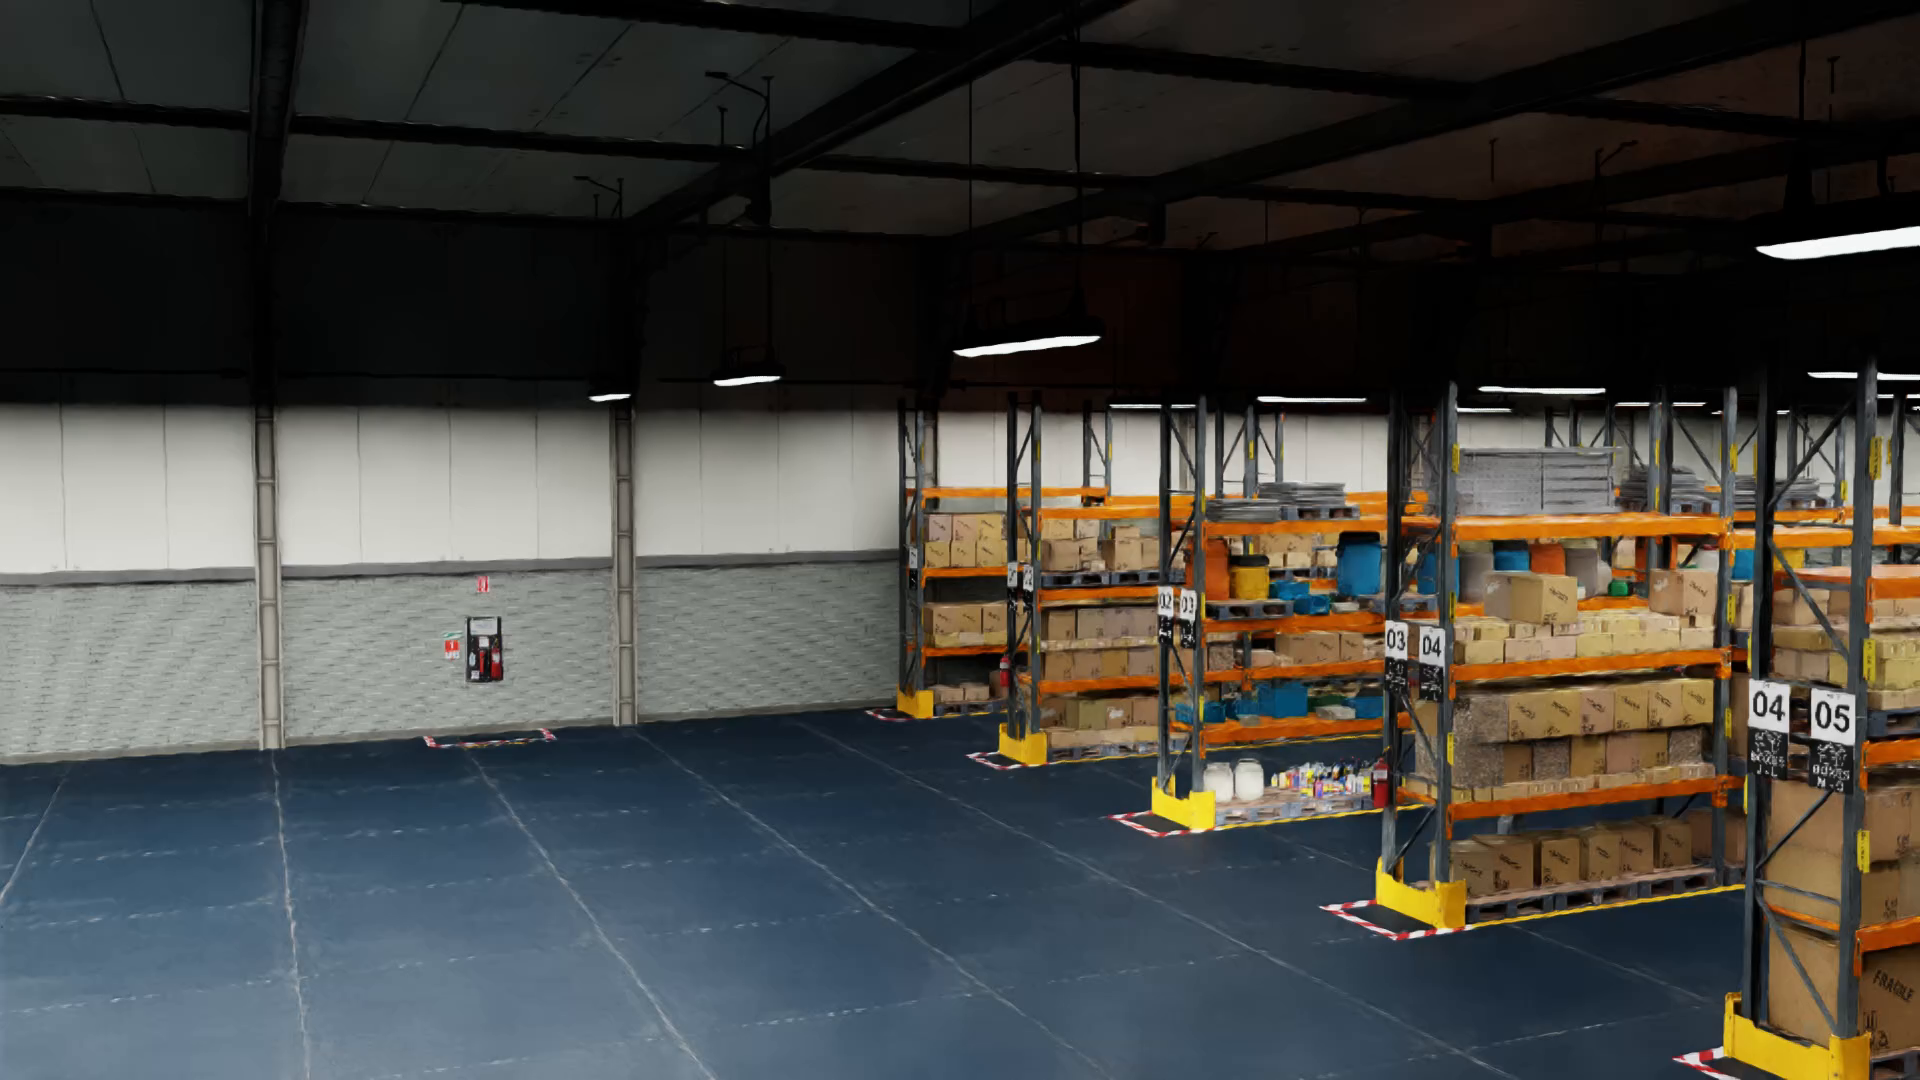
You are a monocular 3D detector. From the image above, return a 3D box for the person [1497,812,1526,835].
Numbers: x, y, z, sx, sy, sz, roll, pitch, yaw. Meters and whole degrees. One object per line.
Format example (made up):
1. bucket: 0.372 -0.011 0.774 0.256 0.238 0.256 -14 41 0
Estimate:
1. person: 6.992 3.039 20.881 0.450 1.776 0.584 2 4 35
